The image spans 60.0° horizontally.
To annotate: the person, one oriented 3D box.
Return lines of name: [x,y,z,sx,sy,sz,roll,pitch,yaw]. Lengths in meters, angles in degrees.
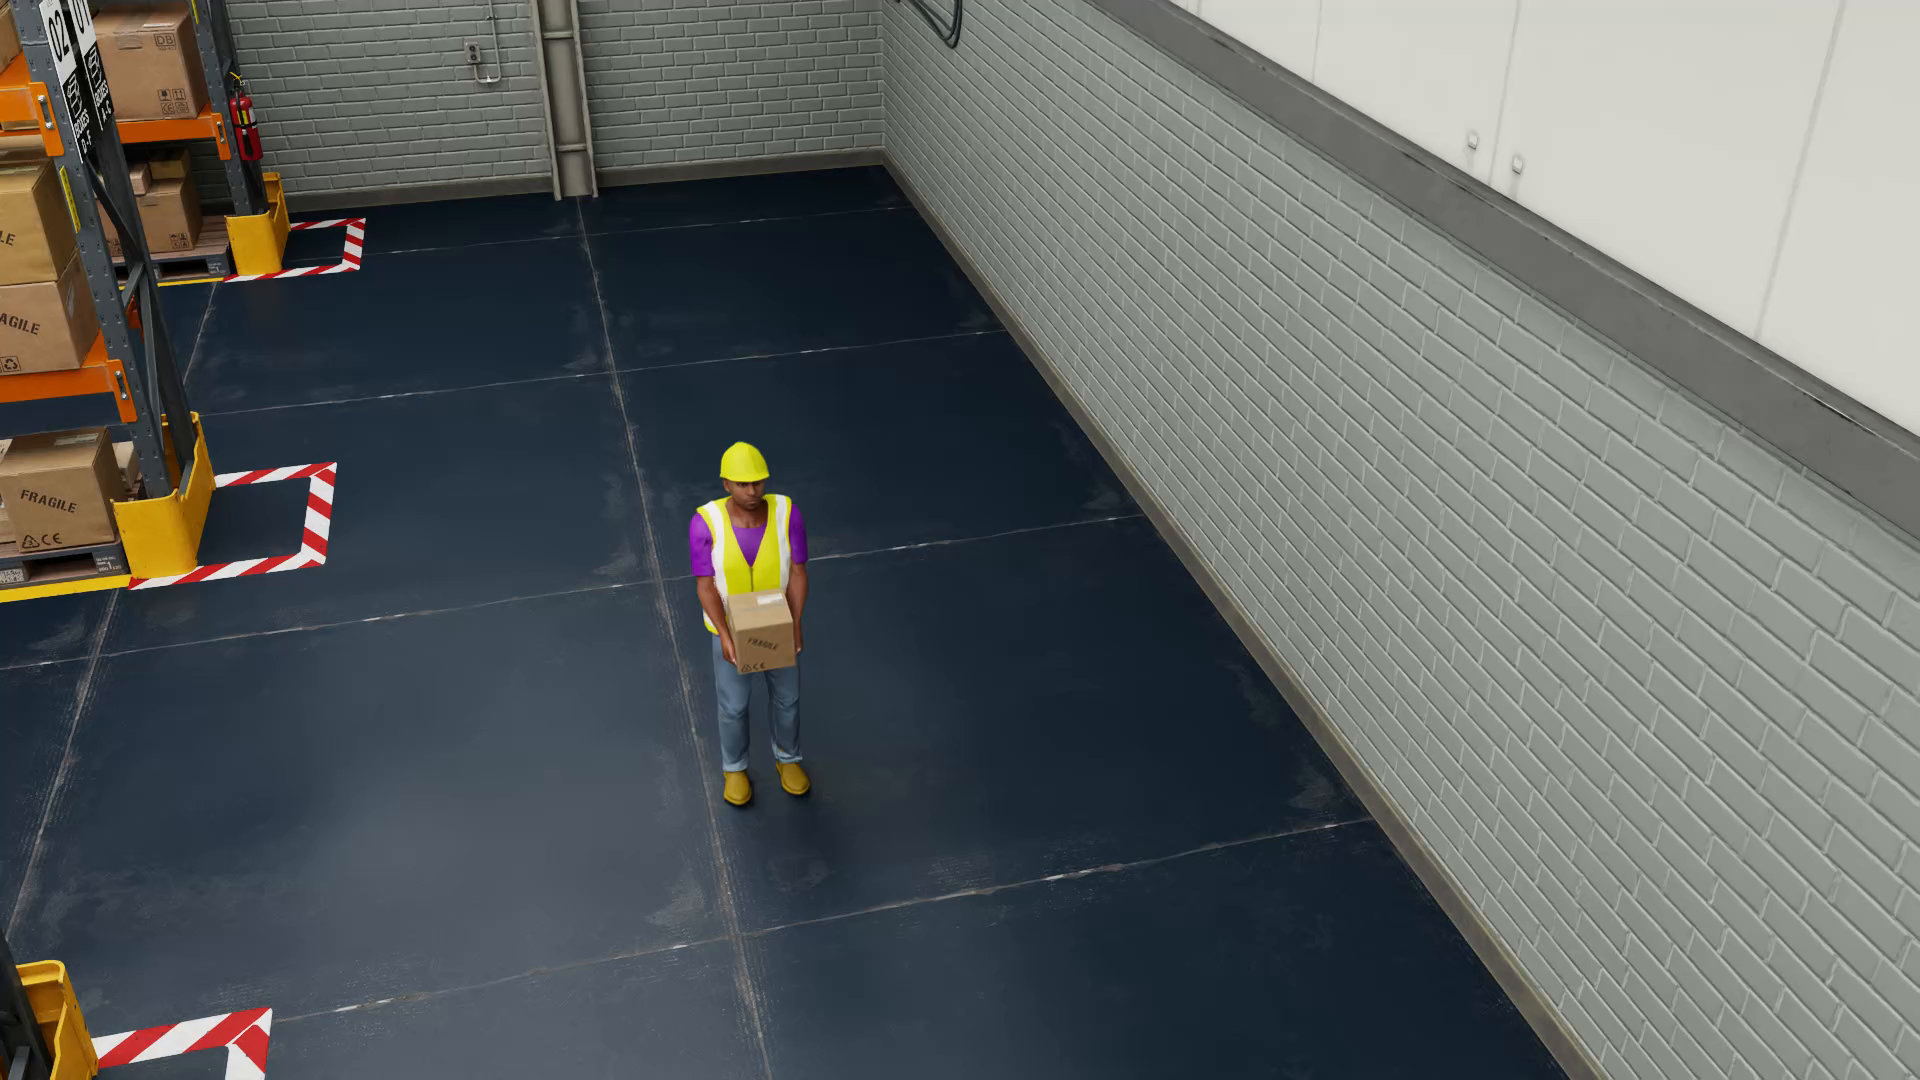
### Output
person: [-0.907,0.427,7.480,0.521,1.767,0.573,-8,31,-13]
